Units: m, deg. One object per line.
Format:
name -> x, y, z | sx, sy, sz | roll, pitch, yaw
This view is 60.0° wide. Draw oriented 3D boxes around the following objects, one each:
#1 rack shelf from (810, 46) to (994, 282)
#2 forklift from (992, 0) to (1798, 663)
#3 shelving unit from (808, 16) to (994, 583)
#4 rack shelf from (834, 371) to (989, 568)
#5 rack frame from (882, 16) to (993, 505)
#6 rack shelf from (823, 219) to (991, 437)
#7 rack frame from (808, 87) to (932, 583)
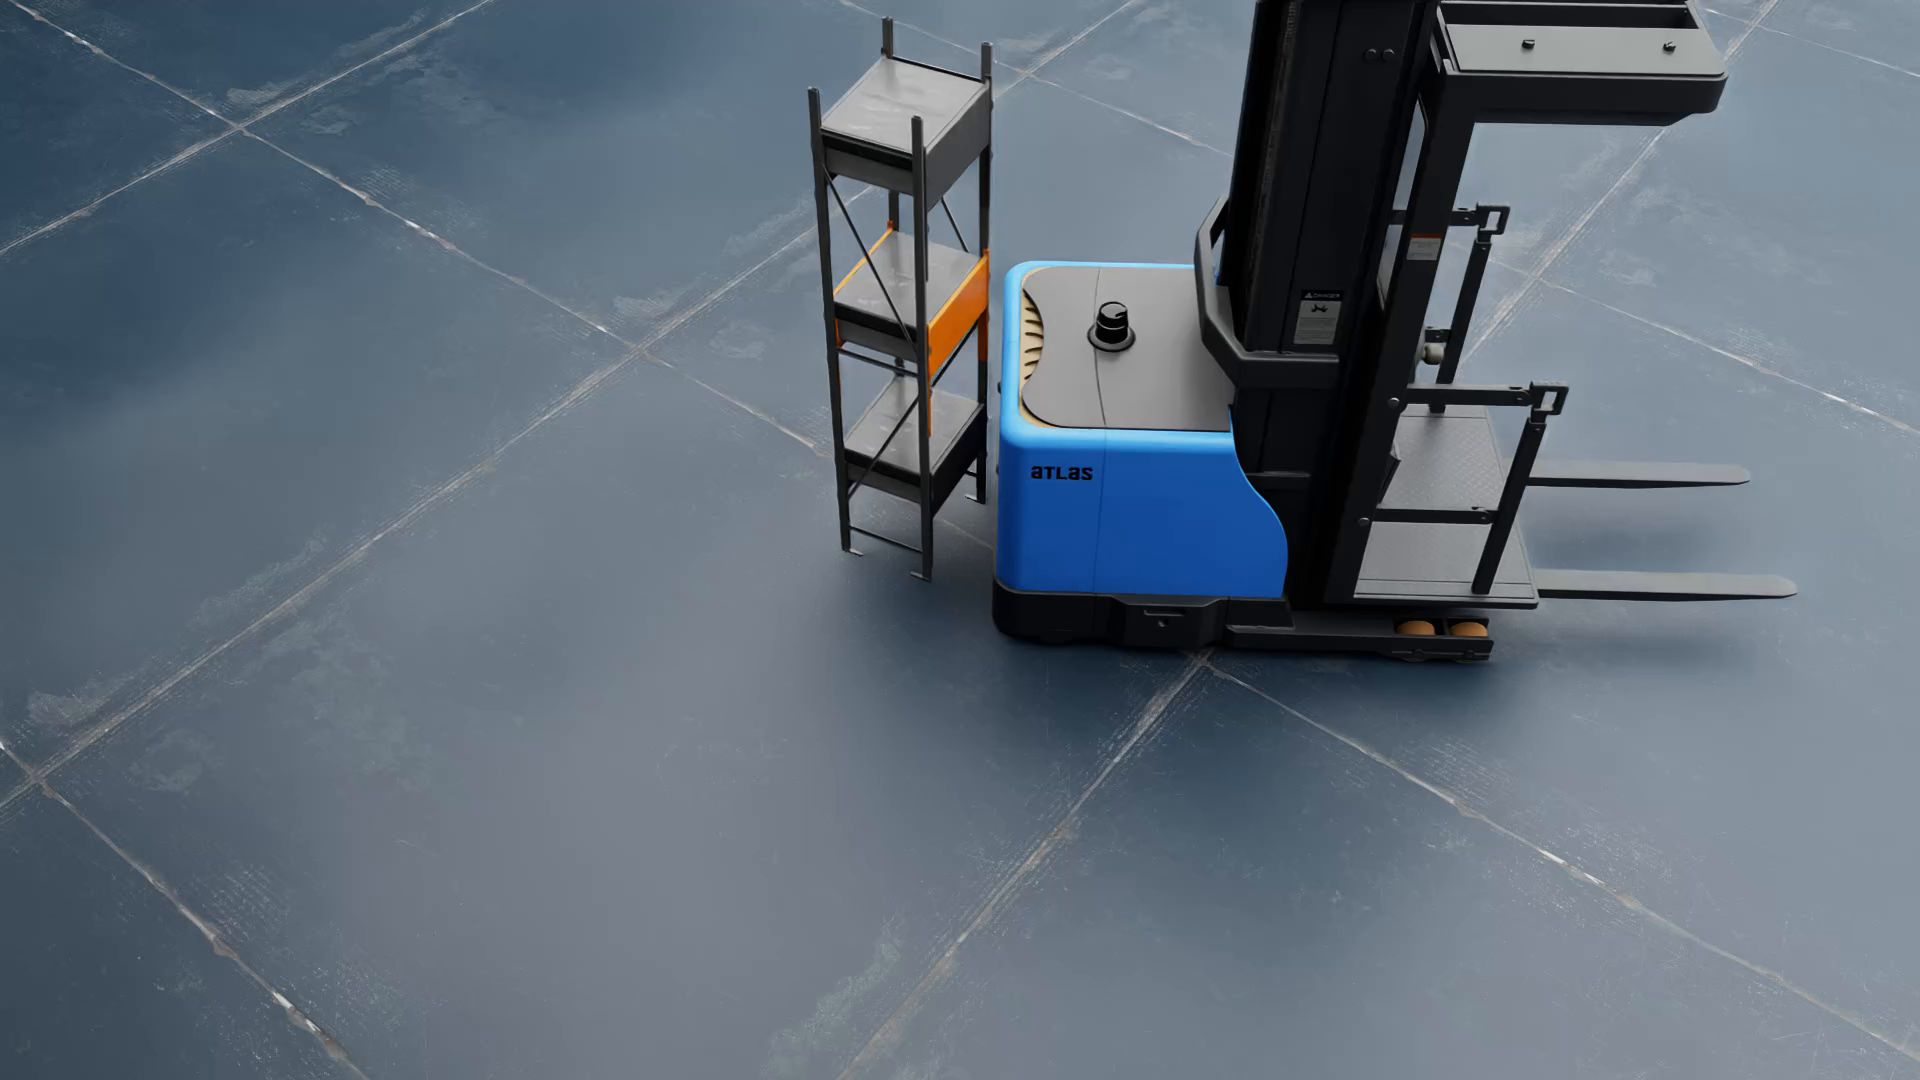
rack shelf -> -0.185, -1.257, 5.549 | 0.431, 0.518, 0.480 | 20, 49, 18
forklift -> 1.653, -0.941, 5.622 | 3.031, 2.935, 1.130 | 2, 46, 1
shelving unit -> -0.185, -0.783, 6.046 | 0.431, 2.100, 0.503 | 20, 49, 18
rack shelf -> -0.185, -0.290, 6.562 | 0.431, 0.518, 0.480 | 20, 49, 18
rack frame -> -0.076, -0.941, 6.196 | 0.400, 2.100, 0.015 | 20, 49, 18
rack shelf -> -0.185, -0.773, 6.056 | 0.431, 0.518, 0.480 | 20, 49, 18
rack frame -> -0.294, -0.625, 5.895 | 0.400, 2.100, 0.015 | 20, 49, 18
